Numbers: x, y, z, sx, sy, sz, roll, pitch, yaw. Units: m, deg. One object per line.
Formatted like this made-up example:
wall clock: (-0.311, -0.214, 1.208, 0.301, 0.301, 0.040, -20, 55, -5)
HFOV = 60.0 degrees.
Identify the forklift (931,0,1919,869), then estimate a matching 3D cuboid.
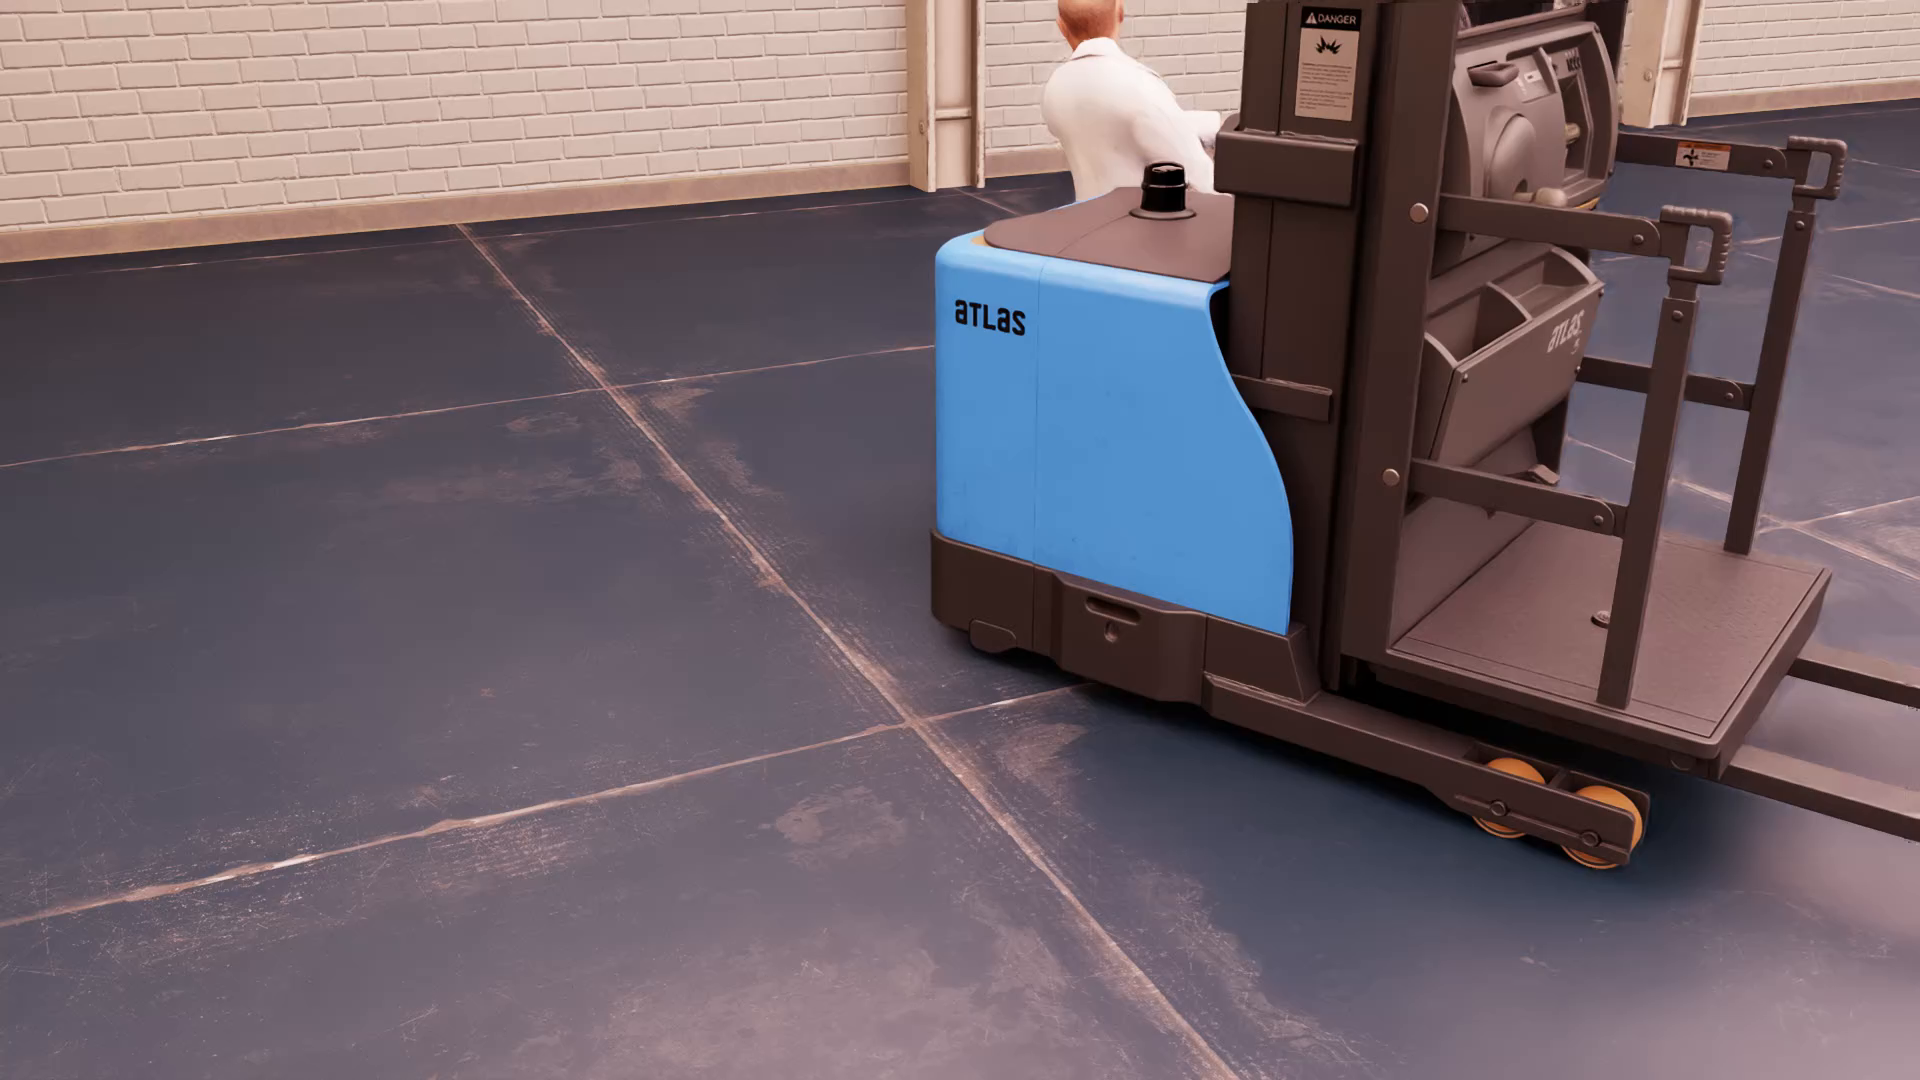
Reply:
forklift: (1.406, -0.901, 3.455, 3.031, 2.935, 1.130, 16, 27, 34)

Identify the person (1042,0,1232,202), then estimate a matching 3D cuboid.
person: (0.599, -0.838, 5.011, 0.815, 1.662, 0.941, 20, 30, 40)
